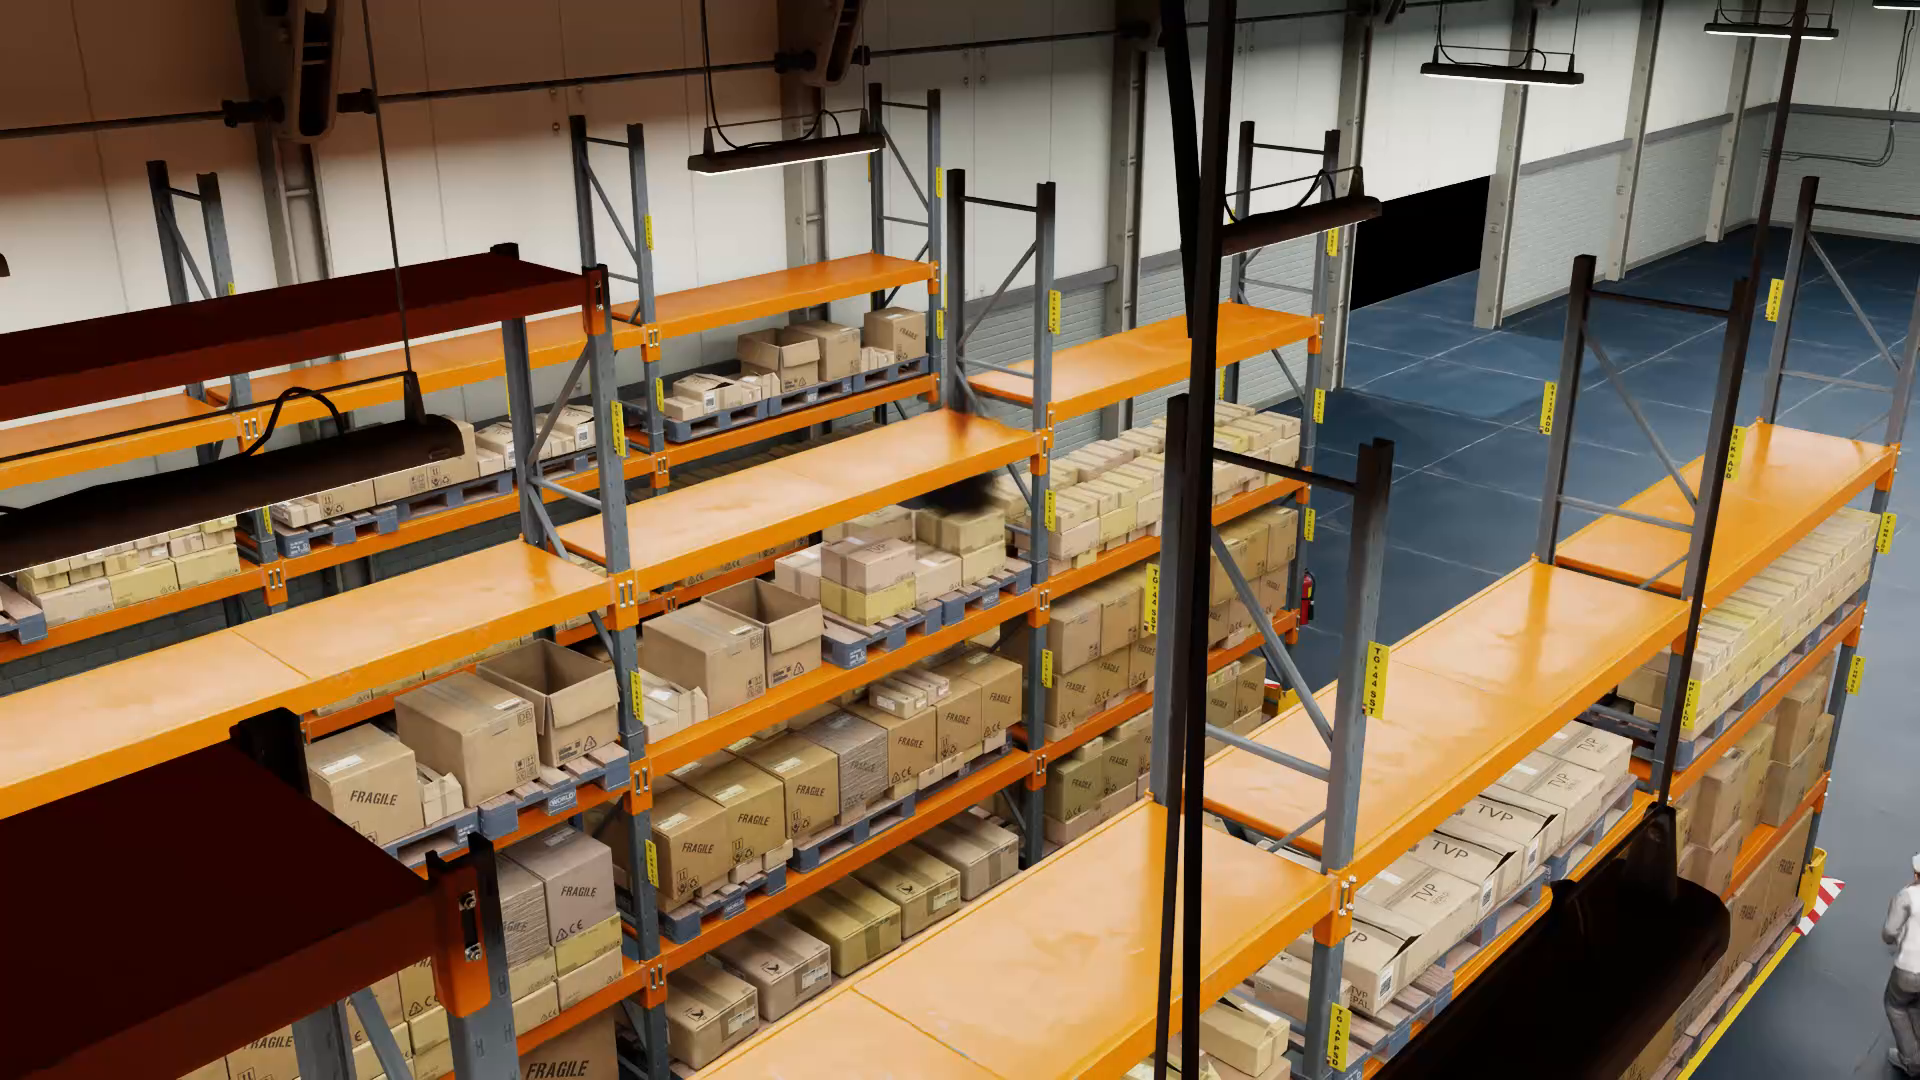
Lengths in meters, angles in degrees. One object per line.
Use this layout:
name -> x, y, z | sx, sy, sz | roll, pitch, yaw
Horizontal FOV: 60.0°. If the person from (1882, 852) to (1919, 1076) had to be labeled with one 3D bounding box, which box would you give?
person -> 6.957, 3.077, 11.934 | 0.677, 1.581, 0.937 | 4, 22, 11
